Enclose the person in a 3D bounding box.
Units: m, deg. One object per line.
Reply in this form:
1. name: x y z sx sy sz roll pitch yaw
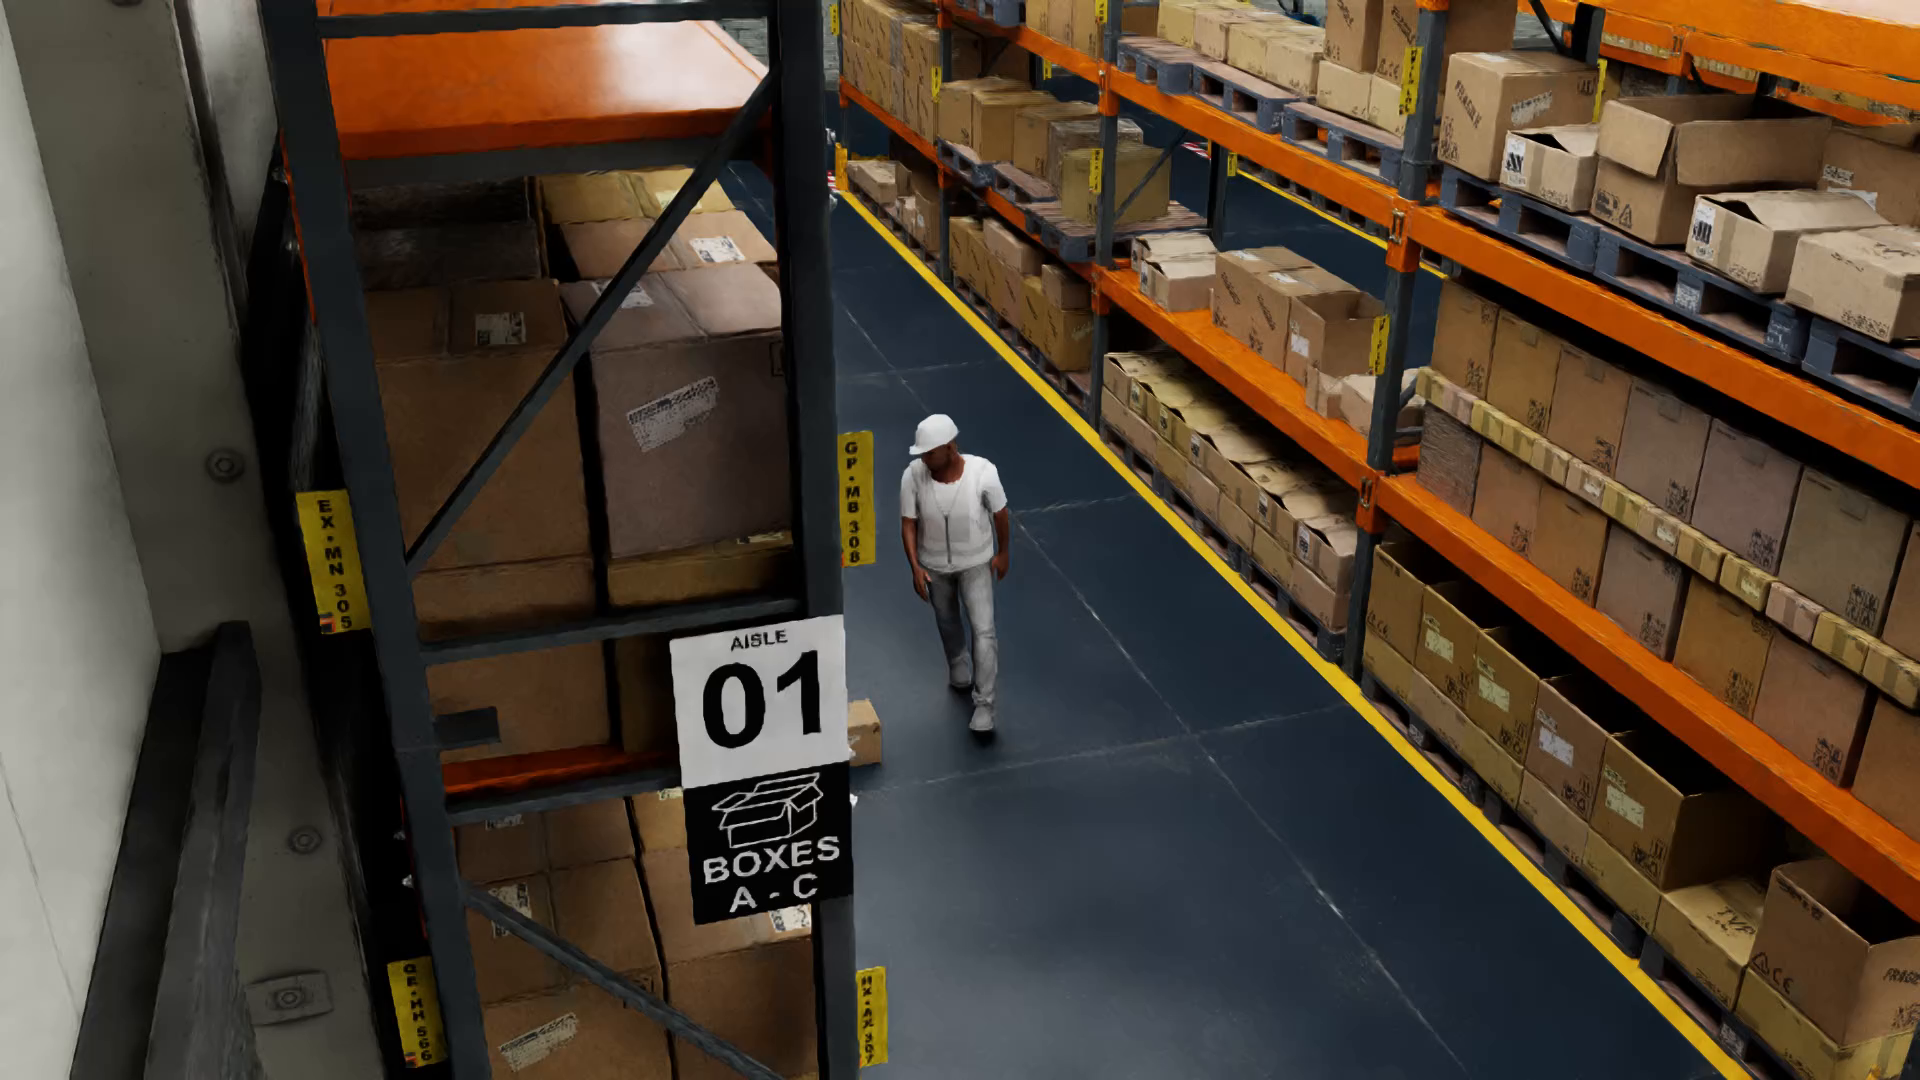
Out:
1. person: -0.045 0.141 9.037 0.584 1.726 0.882 4 26 8
